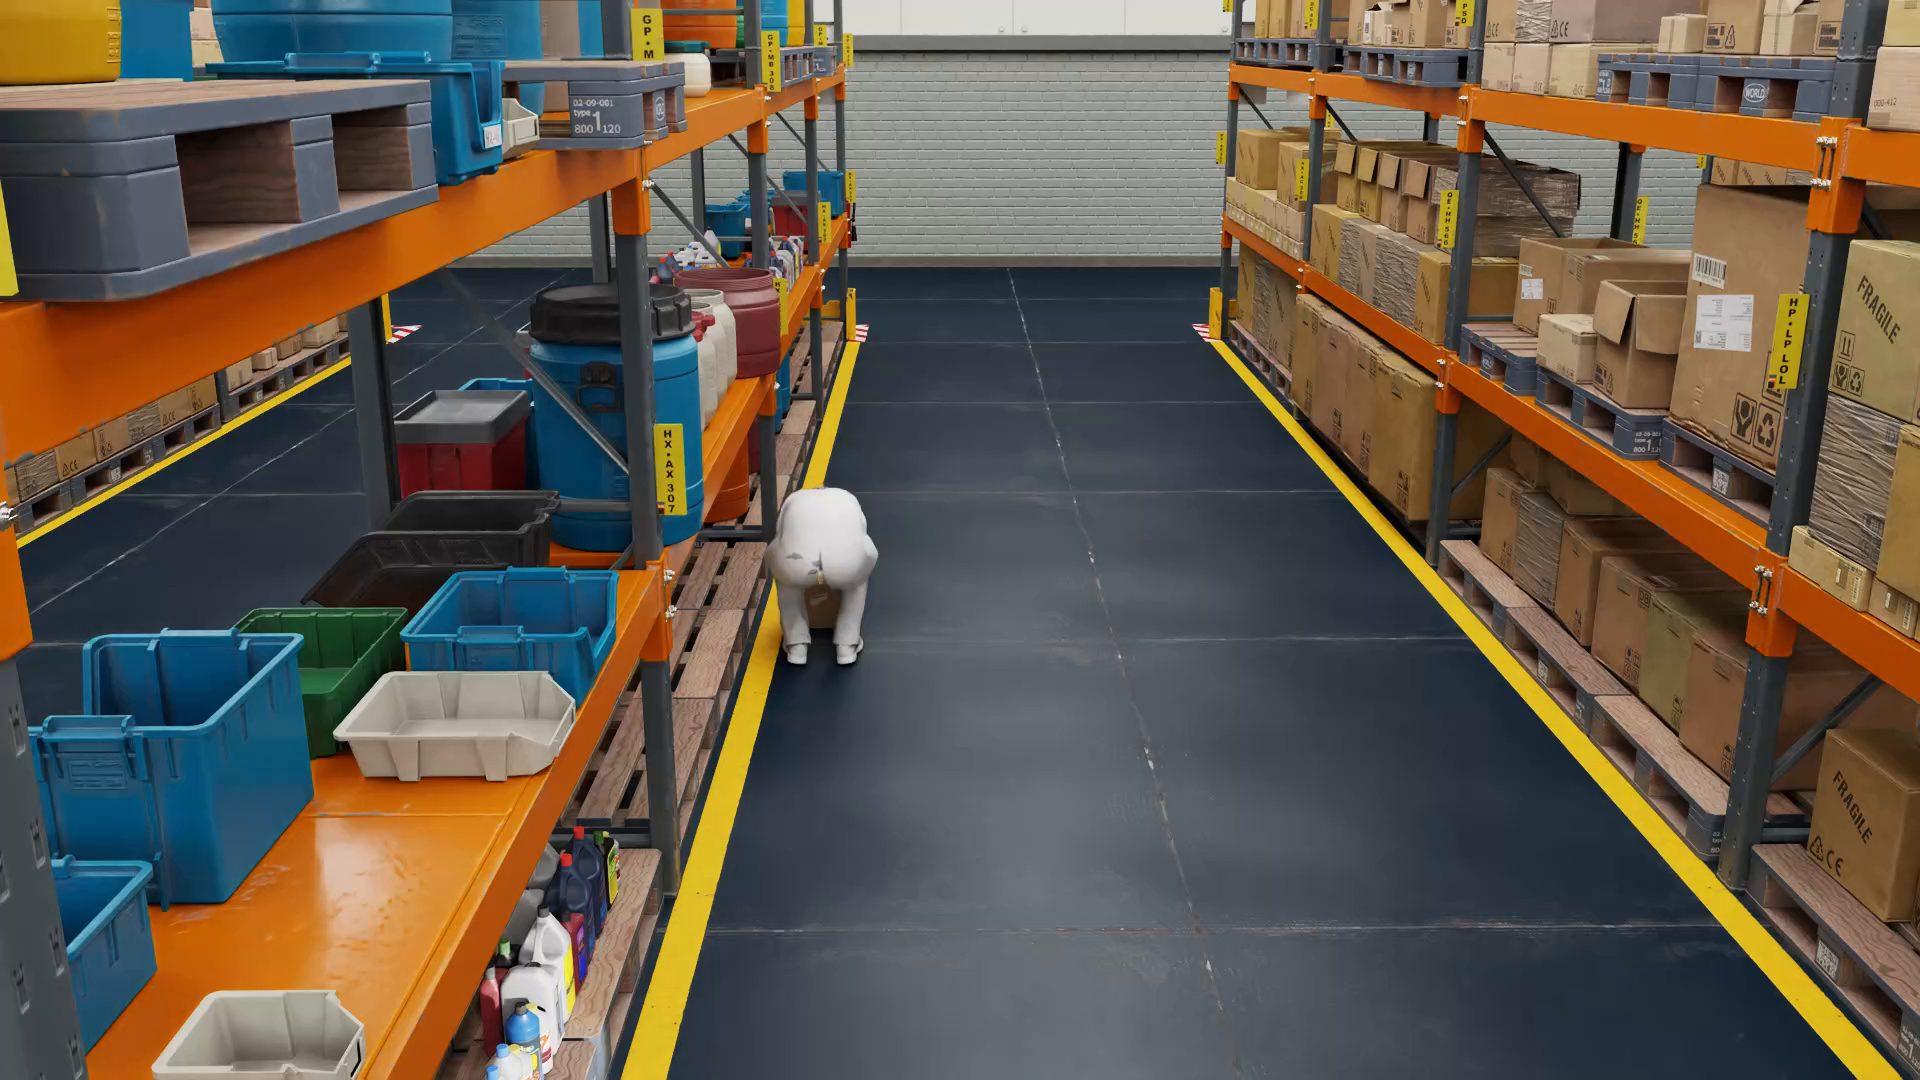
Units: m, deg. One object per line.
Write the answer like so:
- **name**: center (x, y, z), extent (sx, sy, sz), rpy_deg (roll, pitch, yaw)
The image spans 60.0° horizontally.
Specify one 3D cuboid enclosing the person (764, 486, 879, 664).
- **person**: center (-0.719, 0.145, 8.693), extent (0.591, 0.885, 0.957), rpy_deg (-1, 17, -3)
